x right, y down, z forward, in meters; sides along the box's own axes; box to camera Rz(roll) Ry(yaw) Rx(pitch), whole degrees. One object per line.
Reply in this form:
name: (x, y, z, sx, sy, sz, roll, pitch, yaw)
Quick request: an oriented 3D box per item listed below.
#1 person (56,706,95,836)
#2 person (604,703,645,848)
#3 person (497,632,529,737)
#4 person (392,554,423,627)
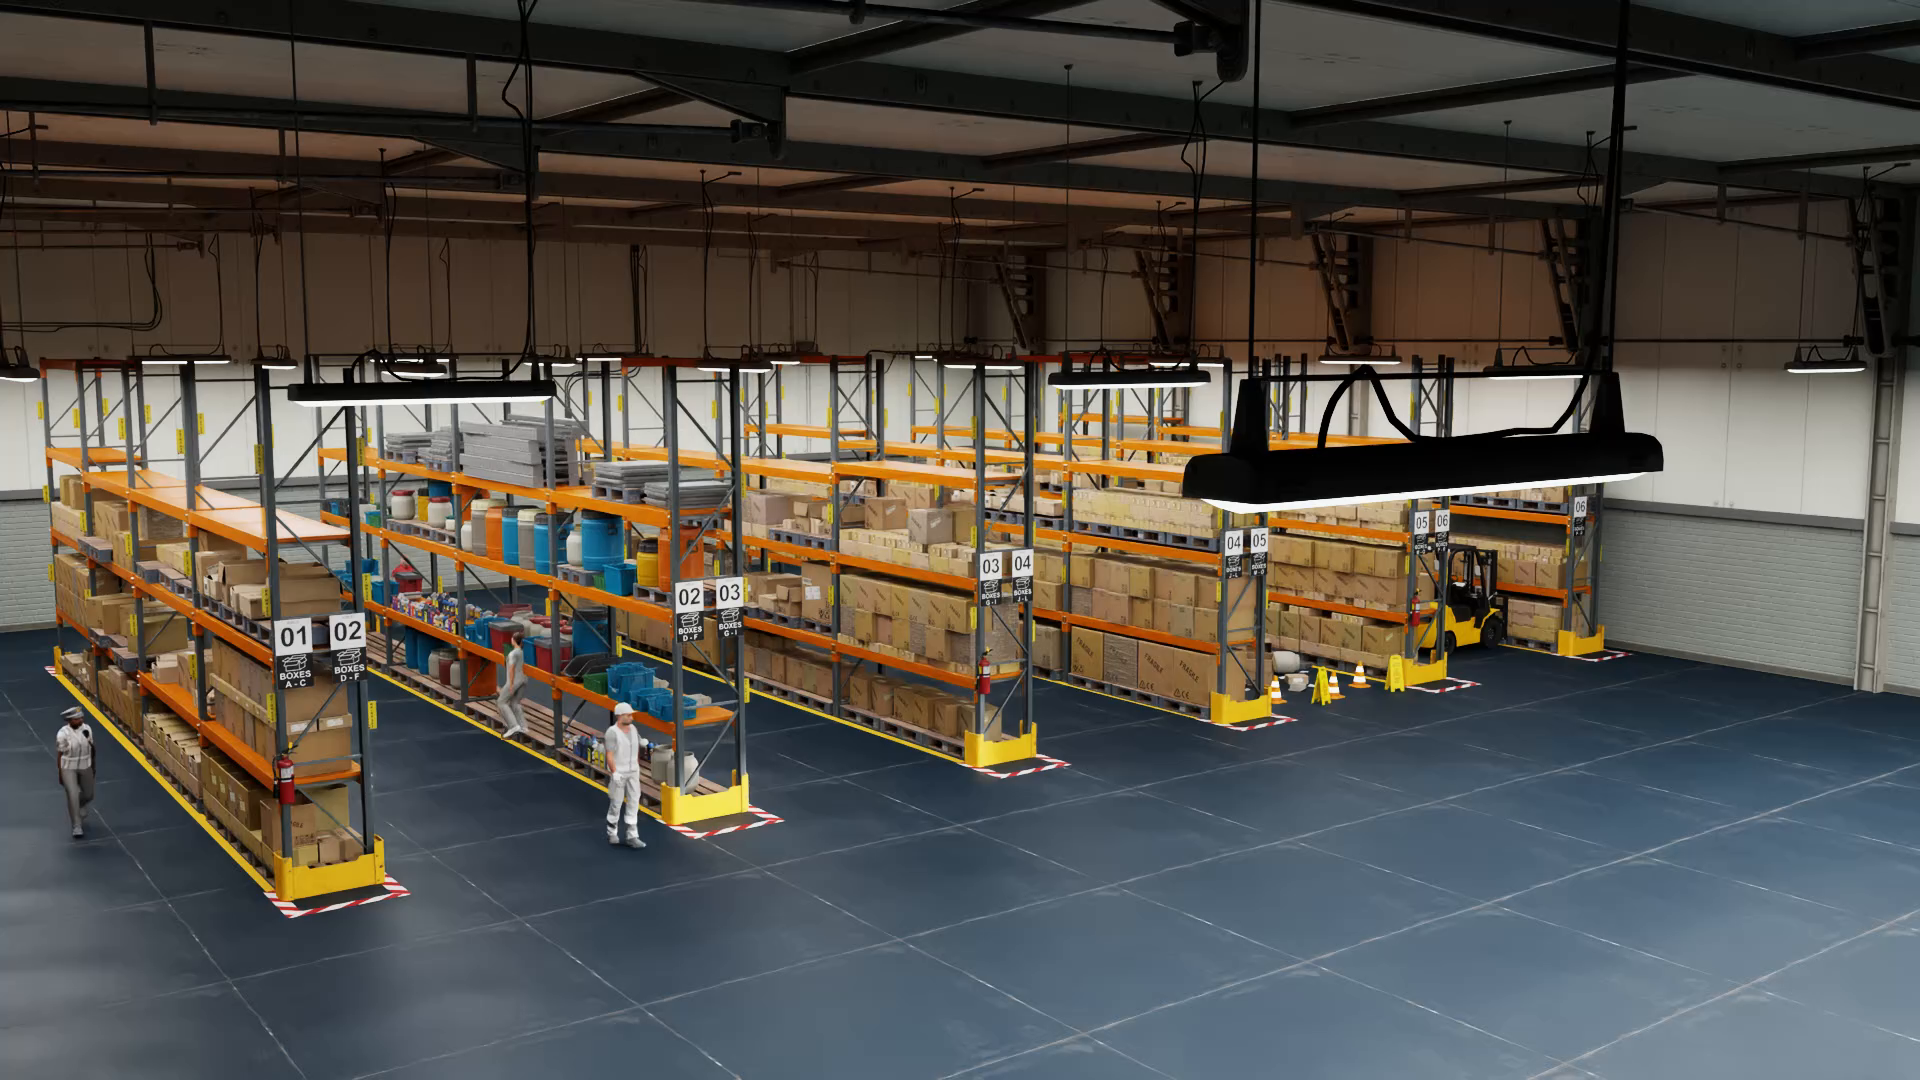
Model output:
person: (-11.441, 2.927, 21.517, 0.449, 1.634, 0.863, -5, 9, -38)
person: (-4.174, 2.941, 20.910, 0.619, 1.788, 0.555, 6, 9, 39)
person: (-6.968, 2.254, 26.071, 0.449, 1.657, 0.481, 4, 8, 29)
person: (-12.088, 1.131, 36.274, 1.126, 1.661, 0.553, 3, 8, 26)
